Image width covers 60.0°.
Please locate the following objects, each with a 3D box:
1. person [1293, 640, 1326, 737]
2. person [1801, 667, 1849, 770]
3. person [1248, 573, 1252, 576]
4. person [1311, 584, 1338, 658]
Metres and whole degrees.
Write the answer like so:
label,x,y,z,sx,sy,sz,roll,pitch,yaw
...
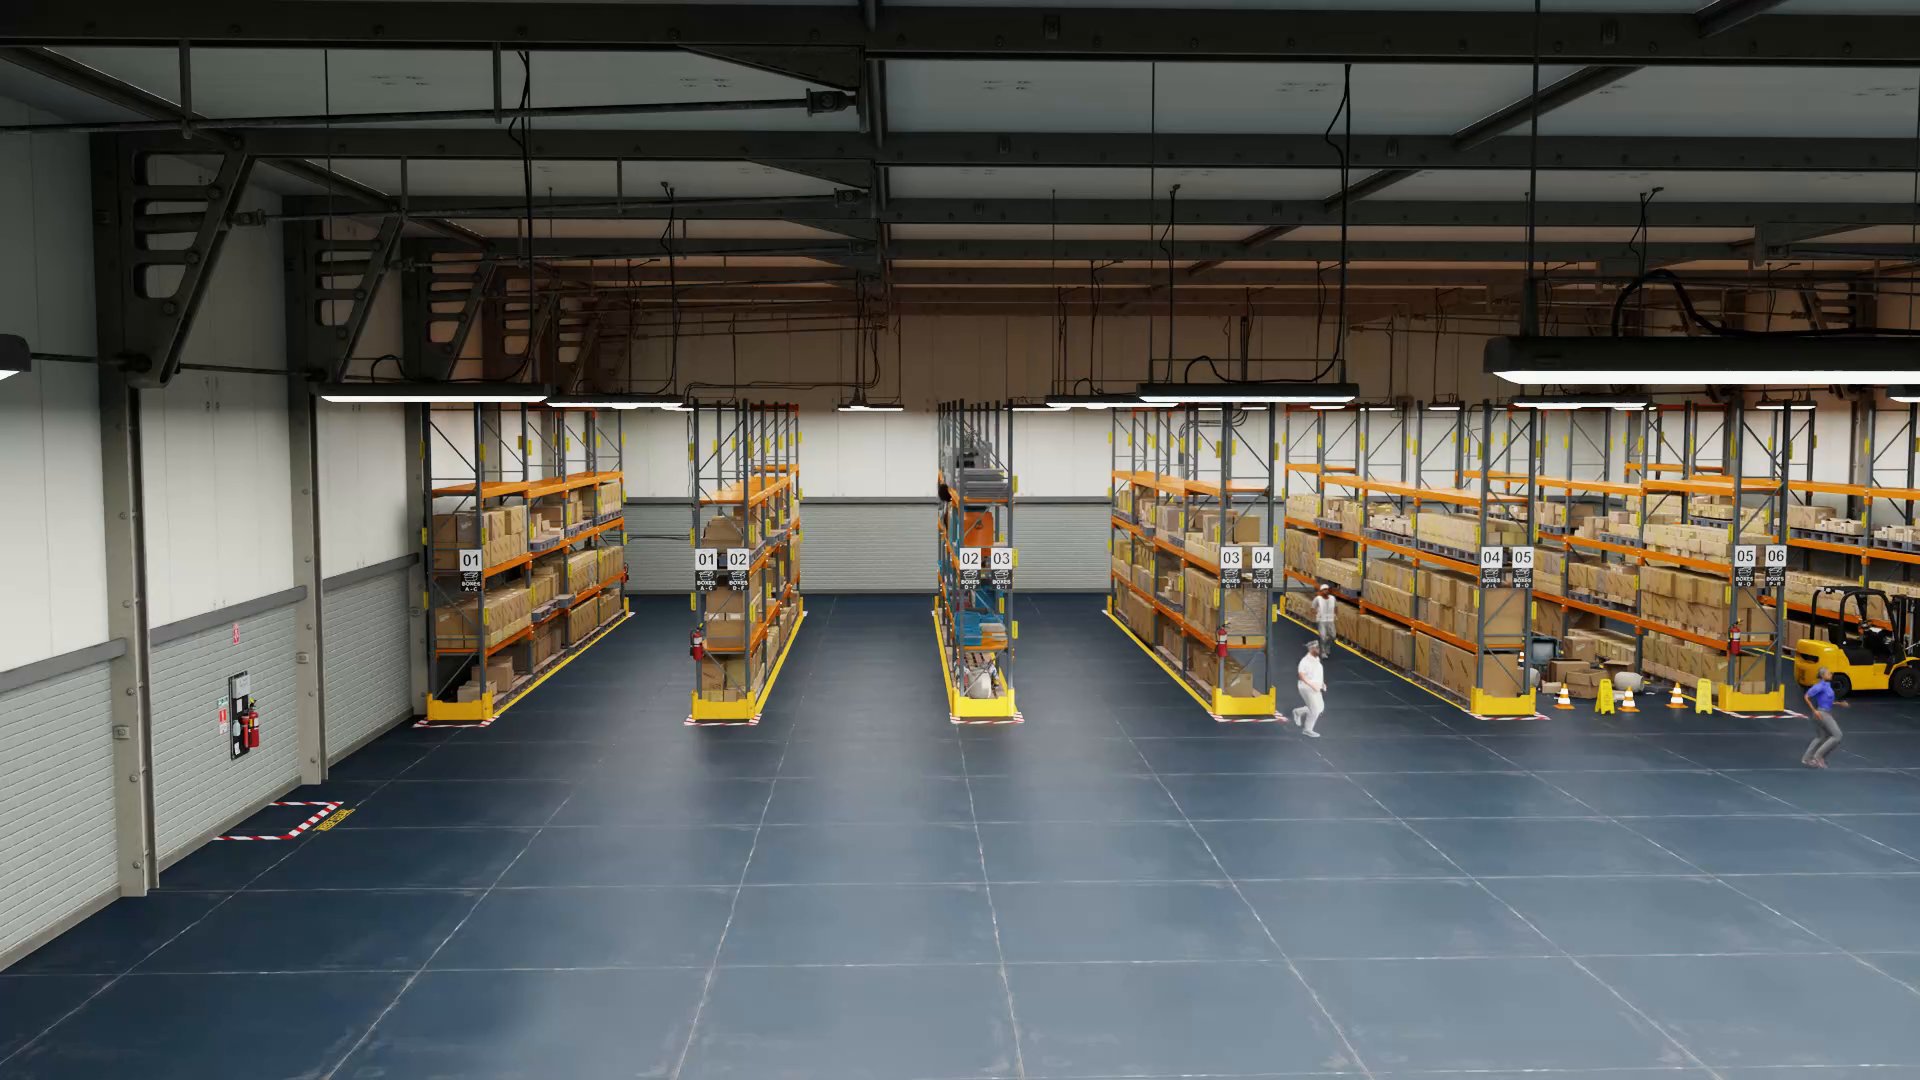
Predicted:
label,x,y,z,sx,sy,sz,roll,pitch,yaw
person,6.203,2.624,29.603,0.599,1.729,0.645,3,5,35
person,13.928,2.883,26.758,0.664,1.611,0.545,3,5,36
person,8.063,1.470,45.483,0.584,1.646,0.583,0,4,5
person,8.543,1.904,38.838,0.675,1.735,0.608,0,4,-6
